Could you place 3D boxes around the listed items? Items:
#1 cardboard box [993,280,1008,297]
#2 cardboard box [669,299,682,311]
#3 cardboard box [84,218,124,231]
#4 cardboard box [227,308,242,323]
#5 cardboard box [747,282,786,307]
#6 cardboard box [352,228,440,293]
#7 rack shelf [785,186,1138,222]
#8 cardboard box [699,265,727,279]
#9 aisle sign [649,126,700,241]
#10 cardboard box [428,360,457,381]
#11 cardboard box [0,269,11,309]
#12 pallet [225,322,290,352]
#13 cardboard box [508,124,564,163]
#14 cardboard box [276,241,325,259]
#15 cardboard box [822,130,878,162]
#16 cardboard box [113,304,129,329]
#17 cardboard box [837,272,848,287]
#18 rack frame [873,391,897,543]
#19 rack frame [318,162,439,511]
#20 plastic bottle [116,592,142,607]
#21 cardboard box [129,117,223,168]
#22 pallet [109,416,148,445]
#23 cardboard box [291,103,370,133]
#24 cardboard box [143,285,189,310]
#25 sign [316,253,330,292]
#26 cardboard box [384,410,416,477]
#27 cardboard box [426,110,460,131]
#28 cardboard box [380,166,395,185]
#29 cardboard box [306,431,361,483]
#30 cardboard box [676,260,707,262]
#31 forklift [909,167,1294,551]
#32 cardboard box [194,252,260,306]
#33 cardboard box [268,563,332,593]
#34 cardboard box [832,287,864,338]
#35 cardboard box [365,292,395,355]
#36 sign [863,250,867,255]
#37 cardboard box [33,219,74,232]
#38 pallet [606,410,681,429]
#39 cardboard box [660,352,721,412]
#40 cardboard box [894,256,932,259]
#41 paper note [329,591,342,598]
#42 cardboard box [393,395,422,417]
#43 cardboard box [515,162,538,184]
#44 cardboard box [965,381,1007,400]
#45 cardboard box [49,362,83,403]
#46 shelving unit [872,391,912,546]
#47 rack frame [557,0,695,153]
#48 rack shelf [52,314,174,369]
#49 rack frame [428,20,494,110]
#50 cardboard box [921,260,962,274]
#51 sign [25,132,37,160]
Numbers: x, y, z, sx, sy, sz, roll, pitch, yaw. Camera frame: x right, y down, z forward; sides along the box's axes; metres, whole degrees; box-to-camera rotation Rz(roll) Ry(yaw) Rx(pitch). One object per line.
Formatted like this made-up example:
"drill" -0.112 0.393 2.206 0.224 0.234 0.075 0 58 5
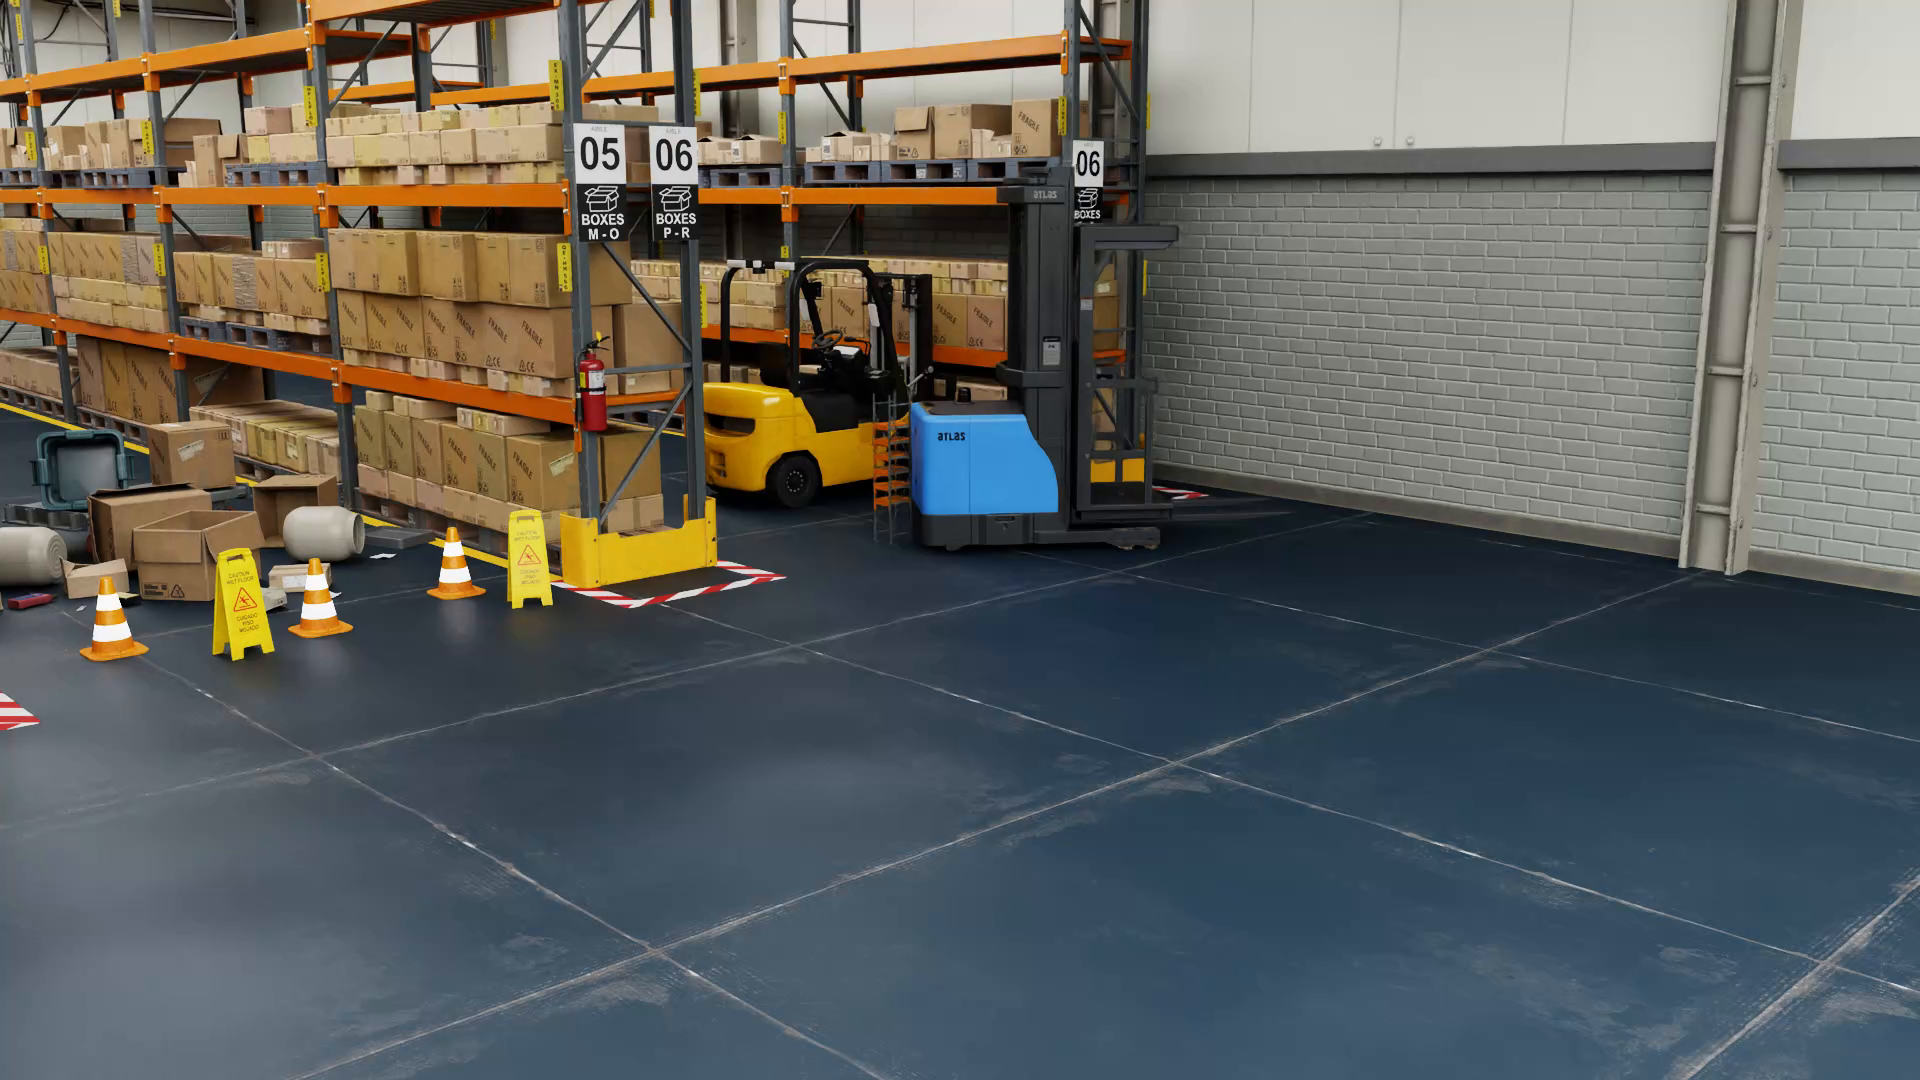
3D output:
"cardboard box" 0.525 -2.367 15.609 0.380 0.149 0.250 -11 16 -42
"cardboard box" -3.034 -2.680 19.357 0.500 0.250 0.500 -10 15 -41
"cardboard box" -10.605 -3.907 20.606 0.380 0.149 0.250 -11 16 -43
"cardboard box" -6.998 -2.234 16.402 0.380 0.149 0.250 -10 15 -39
"cardboard box" -1.987 -2.700 18.216 0.500 0.250 0.500 -11 16 -44
"cardboard box" -4.566 -2.313 13.740 0.700 0.500 0.500 -11 16 -42
"rack shelf" -0.081 -3.317 16.429 1.077 0.370 4.000 -11 16 -43
"cardboard box" -2.763 -3.061 18.978 0.380 0.149 0.250 -11 16 -42
"aisle sign" -2.021 -2.524 11.786 0.394 0.787 0.004 -11 16 -43
"cardboard box" -3.994 -1.366 13.229 0.380 0.149 0.250 -11 16 -43
"cardboard box" -12.147 -3.273 21.617 0.500 0.500 0.500 -10 15 -41
"pallet" -6.416 -2.007 16.195 1.003 0.211 1.213 -11 16 -43
"cardboard box" -2.836 -2.795 11.745 0.500 0.250 0.500 -11 16 -43
"cardboard box" -6.017 -2.653 15.222 0.250 0.149 0.380 11 16 43
"cardboard box" -1.064 -4.017 16.976 0.500 0.311 0.500 -10 16 -41
"cardboard box" -9.050 -2.496 18.466 0.500 0.250 0.500 -11 16 -43
"cardboard box" -1.053 -2.704 17.249 0.380 0.149 0.250 -11 16 -43
"rack frame" -0.599 -0.584 13.270 0.240 1.200 0.006 -11 16 -43
"rack frame" -5.050 -1.800 14.716 1.000 3.000 0.127 -11 16 -43
"plastic bottle" -5.718 0.400 11.318 0.283 0.061 0.133 6 13 26
"cardboard box" -8.182 -4.144 17.359 0.637 0.503 0.797 11 16 42
"pallet" -9.141 -1.322 19.305 1.003 0.211 1.213 -11 16 -43
"cardboard box" -5.542 -3.713 14.660 0.500 0.250 0.500 -10 16 -41
"cardboard box" -8.331 -2.591 17.686 0.500 0.250 0.500 -11 16 -43
"sign" -5.449 -2.290 14.222 0.100 0.325 0.005 -11 16 -43
"cardboard box" -4.460 -0.826 13.904 0.500 0.500 0.500 -10 15 -40
"cardboard box" -3.818 -3.181 12.628 0.380 0.149 0.250 -10 16 -41
"cardboard box" -4.476 -2.958 13.524 0.380 0.149 0.250 -10 15 -41
"cardboard box" -5.414 -0.795 15.309 0.950 0.372 0.625 -11 16 -42
"cardboard box" -3.238 -3.329 20.279 0.380 0.149 0.250 -11 16 -44
"forklift" 1.140 -1.462 13.244 3.031 2.935 1.130 -2 12 -8
"cardboard box" -7.304 -2.611 16.628 0.500 0.500 0.500 -10 15 -40
"cardboard box" -4.653 0.270 11.732 0.380 0.149 0.250 -3 12 -13
"cardboard box" -0.973 -2.367 17.217 0.500 0.500 0.500 -11 16 -42
"cardboard box" -4.584 -1.822 13.836 0.500 0.500 0.500 -11 16 -43
"sign" -1.062 -3.033 18.357 0.100 0.325 0.005 -11 16 -43
"cardboard box" -11.017 -3.825 20.210 0.380 0.149 0.250 -11 16 -44
"pallet" -3.685 -1.585 20.582 1.003 0.211 1.213 -11 16 -43
"cardboard box" -3.347 -1.932 20.198 0.875 0.625 0.625 -10 15 -41
"cardboard box" -0.470 -2.893 17.430 0.380 0.149 0.250 -11 16 -44
"paper note" -4.380 0.377 11.506 0.142 0.019 0.148 6 13 26
"cardboard box" -4.439 -1.119 13.718 0.380 0.149 0.250 -10 15 -40
"cardboard box" -2.932 -2.607 11.823 0.380 0.149 0.250 -11 16 -42
"cardboard box" 0.399 -1.355 15.850 0.500 0.250 0.500 -11 16 -42
"cardboard box" -10.931 -2.025 21.117 0.875 0.438 0.875 -11 16 -43
"shelving unit" -0.535 -0.570 13.206 0.258 1.200 0.189 -11 16 -43
"rack frame" -2.288 -4.155 11.277 1.000 3.000 0.127 -11 16 -43
"rack shelf" -9.193 -2.324 19.039 1.077 0.370 4.000 -11 16 -43
"rack frame" -6.987 -6.598 23.138 1.000 3.000 0.127 -11 16 -43
"cardboard box" -0.163 -2.667 16.331 0.380 0.149 0.250 -11 16 -42
"sign" -10.975 -4.651 19.644 0.100 0.325 0.005 -11 16 -43
